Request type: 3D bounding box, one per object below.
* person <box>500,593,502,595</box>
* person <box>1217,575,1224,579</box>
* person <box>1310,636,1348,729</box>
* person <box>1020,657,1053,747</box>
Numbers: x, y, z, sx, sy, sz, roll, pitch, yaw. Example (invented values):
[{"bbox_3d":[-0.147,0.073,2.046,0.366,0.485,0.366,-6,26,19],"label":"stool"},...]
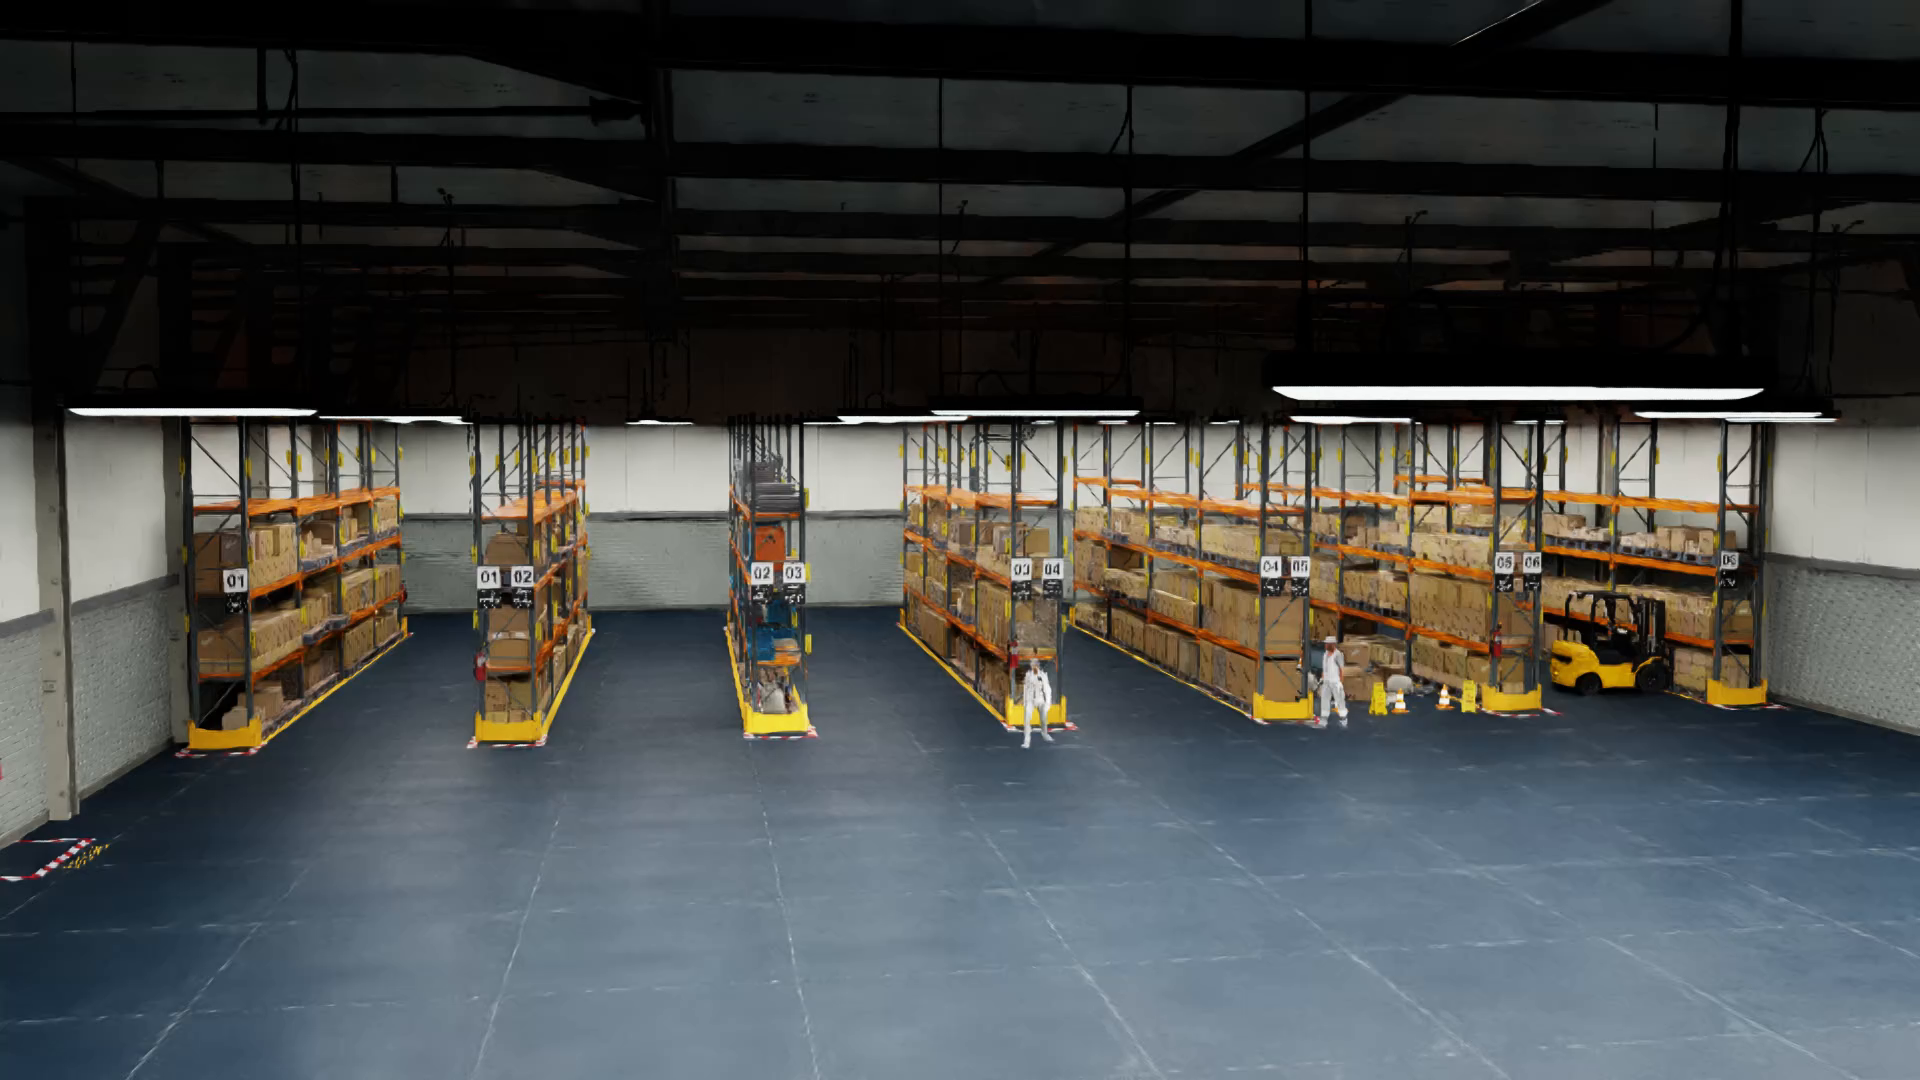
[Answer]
[{"bbox_3d":[-12.230,1.869,43.774,0.449,1.753,0.604,-3,5,-40],"label":"person"},{"bbox_3d":[6.897,1.804,44.333,0.626,1.772,0.685,1,4,17],"label":"person"},{"bbox_3d":[6.991,2.696,31.446,0.630,1.789,0.675,-2,4,-30],"label":"person"},{"bbox_3d":[1.378,2.882,29.858,0.523,1.615,0.931,1,4,13],"label":"person"}]
